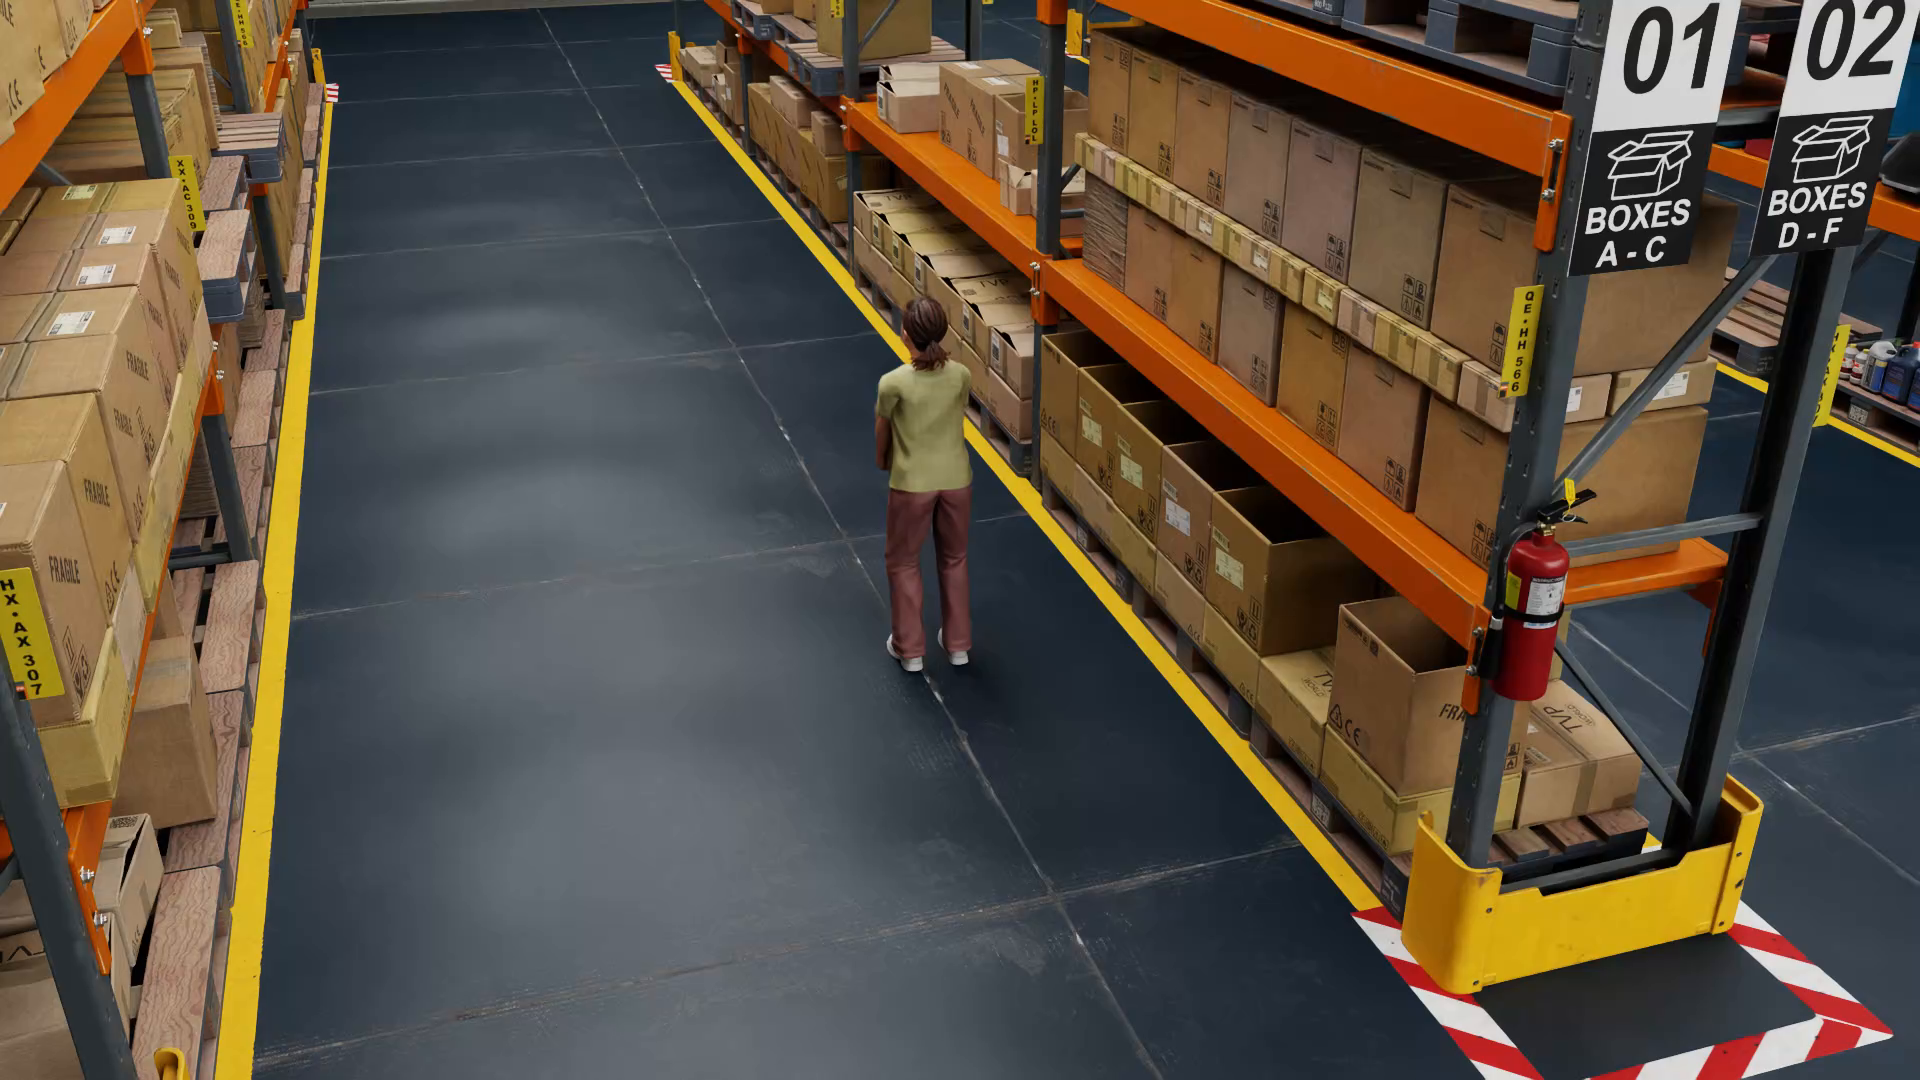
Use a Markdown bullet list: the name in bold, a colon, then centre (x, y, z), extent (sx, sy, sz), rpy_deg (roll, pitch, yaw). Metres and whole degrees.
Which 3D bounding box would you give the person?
- **person**: centre (-0.166, -0.258, 7.151), extent (0.408, 1.667, 0.501), rpy_deg (-9, 28, -17)
